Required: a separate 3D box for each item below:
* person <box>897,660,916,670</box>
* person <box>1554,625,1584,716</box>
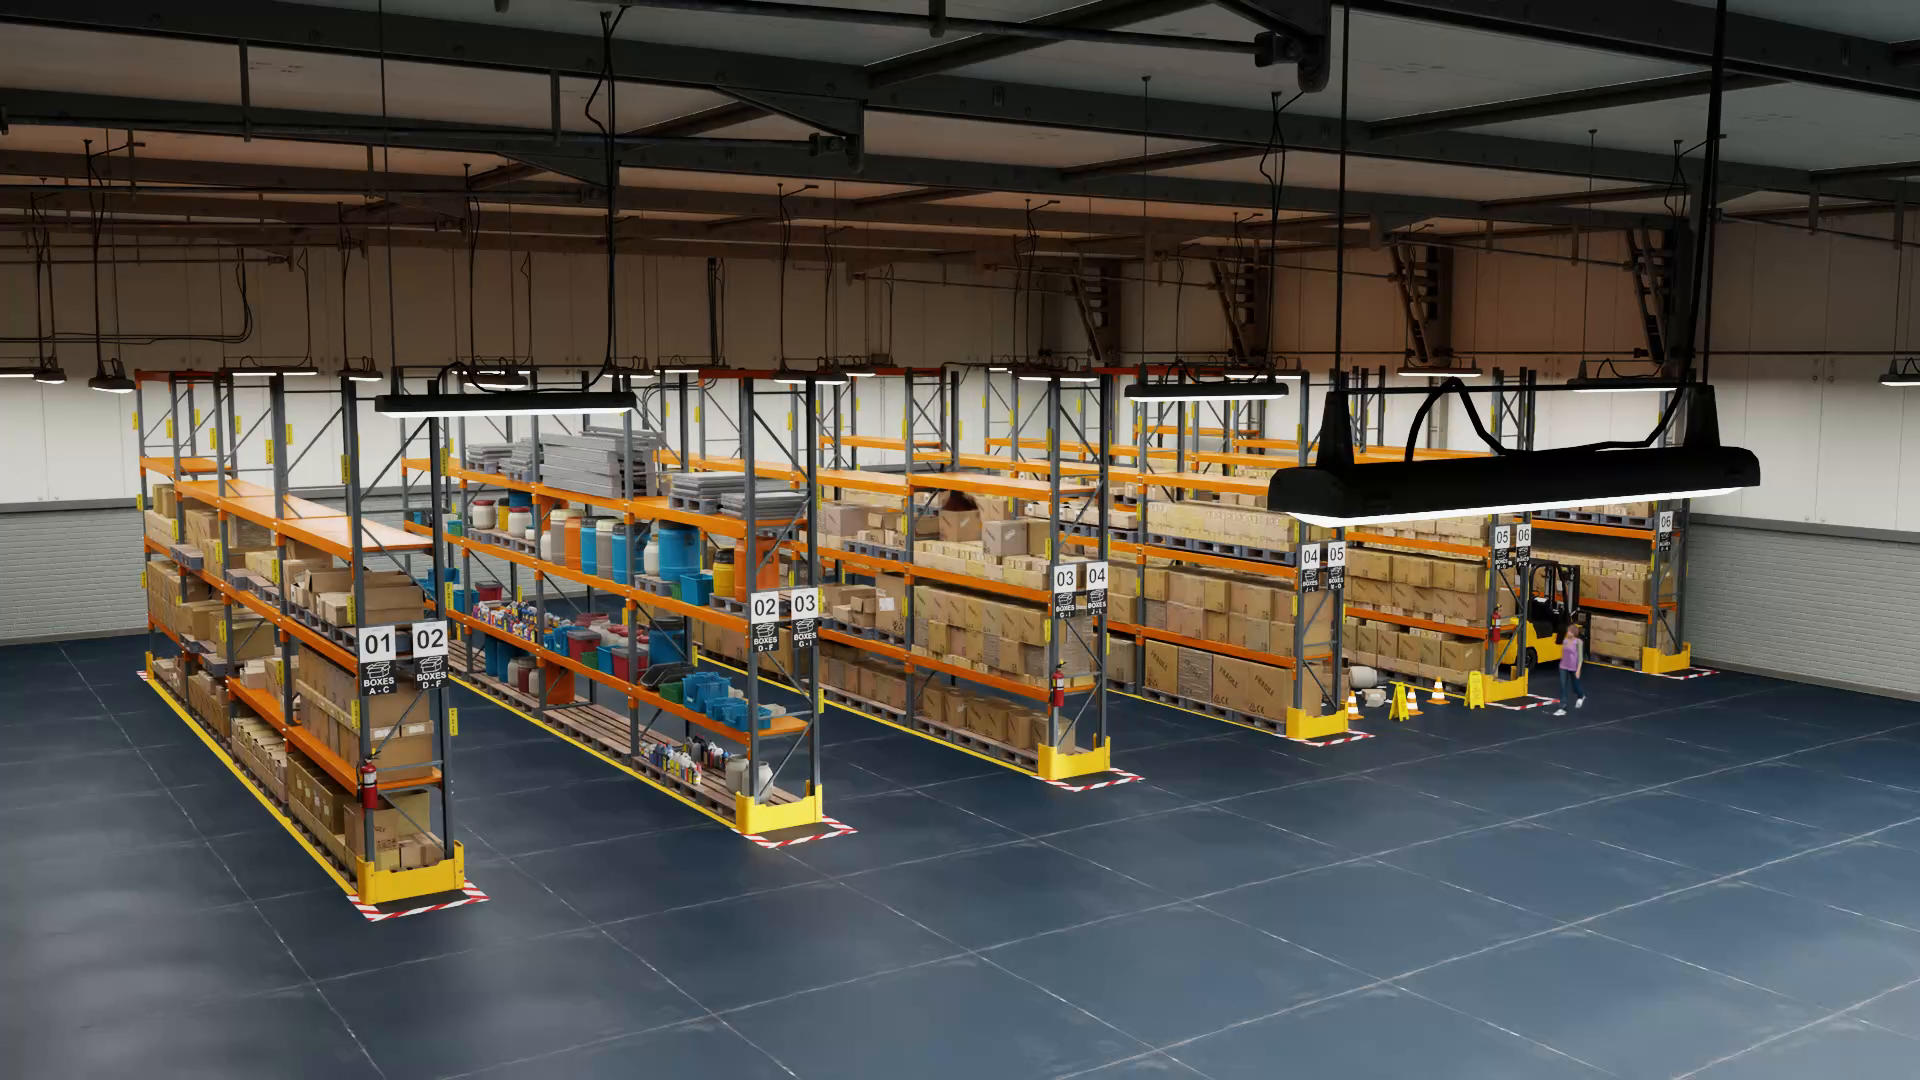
[{"bbox_3d":[-0.963,1.911,32.253,0.439,1.571,0.516,-5,8,-38],"label":"person"},{"bbox_3d":[10.717,2.261,29.129,0.407,1.575,0.762,5,8,36],"label":"person"}]
